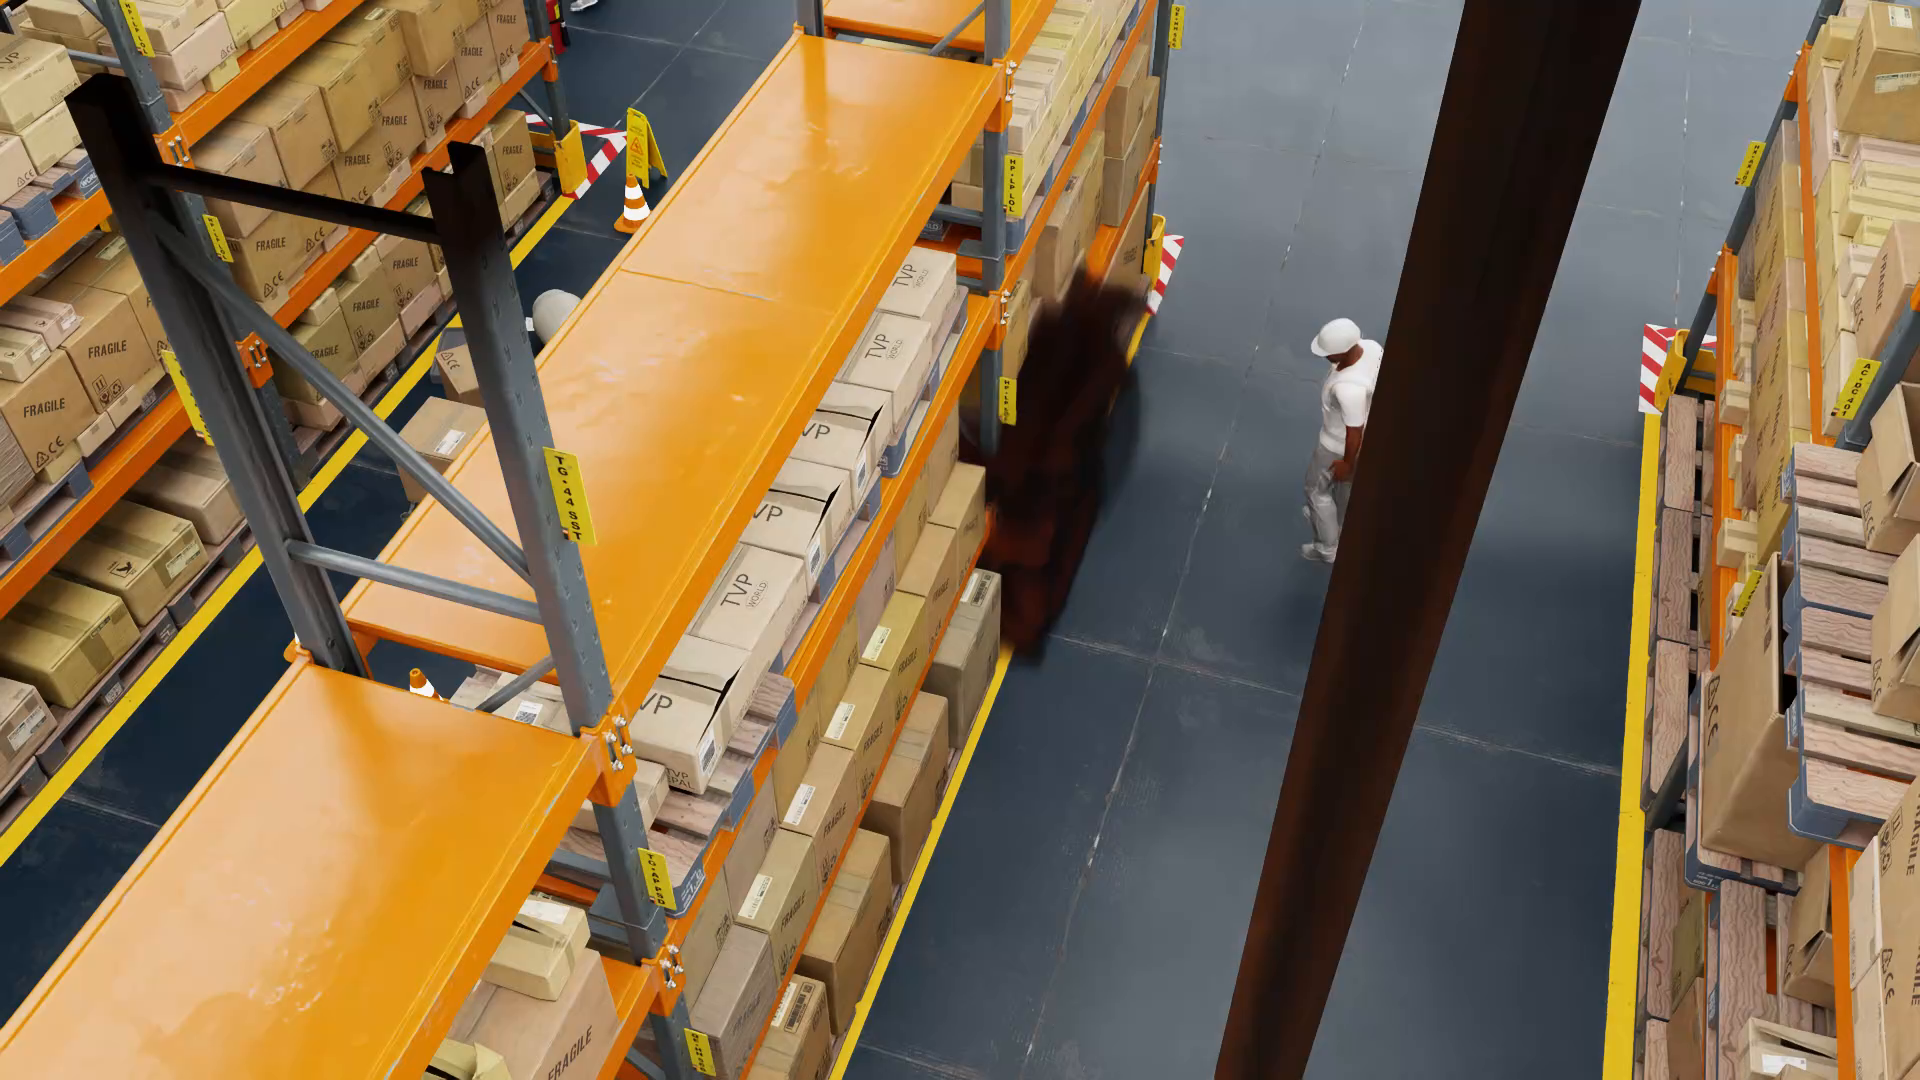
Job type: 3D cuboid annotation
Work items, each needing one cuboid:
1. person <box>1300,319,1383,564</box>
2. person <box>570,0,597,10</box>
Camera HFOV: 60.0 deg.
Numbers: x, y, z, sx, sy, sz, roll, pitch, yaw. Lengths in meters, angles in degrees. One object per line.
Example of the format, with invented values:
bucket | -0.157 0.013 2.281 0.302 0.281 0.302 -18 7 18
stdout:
person | 2.357 -0.653 10.177 0.482 1.792 0.612 32 54 27
person | -3.626 -5.870 15.750 0.391 1.612 0.430 -6 46 -6
